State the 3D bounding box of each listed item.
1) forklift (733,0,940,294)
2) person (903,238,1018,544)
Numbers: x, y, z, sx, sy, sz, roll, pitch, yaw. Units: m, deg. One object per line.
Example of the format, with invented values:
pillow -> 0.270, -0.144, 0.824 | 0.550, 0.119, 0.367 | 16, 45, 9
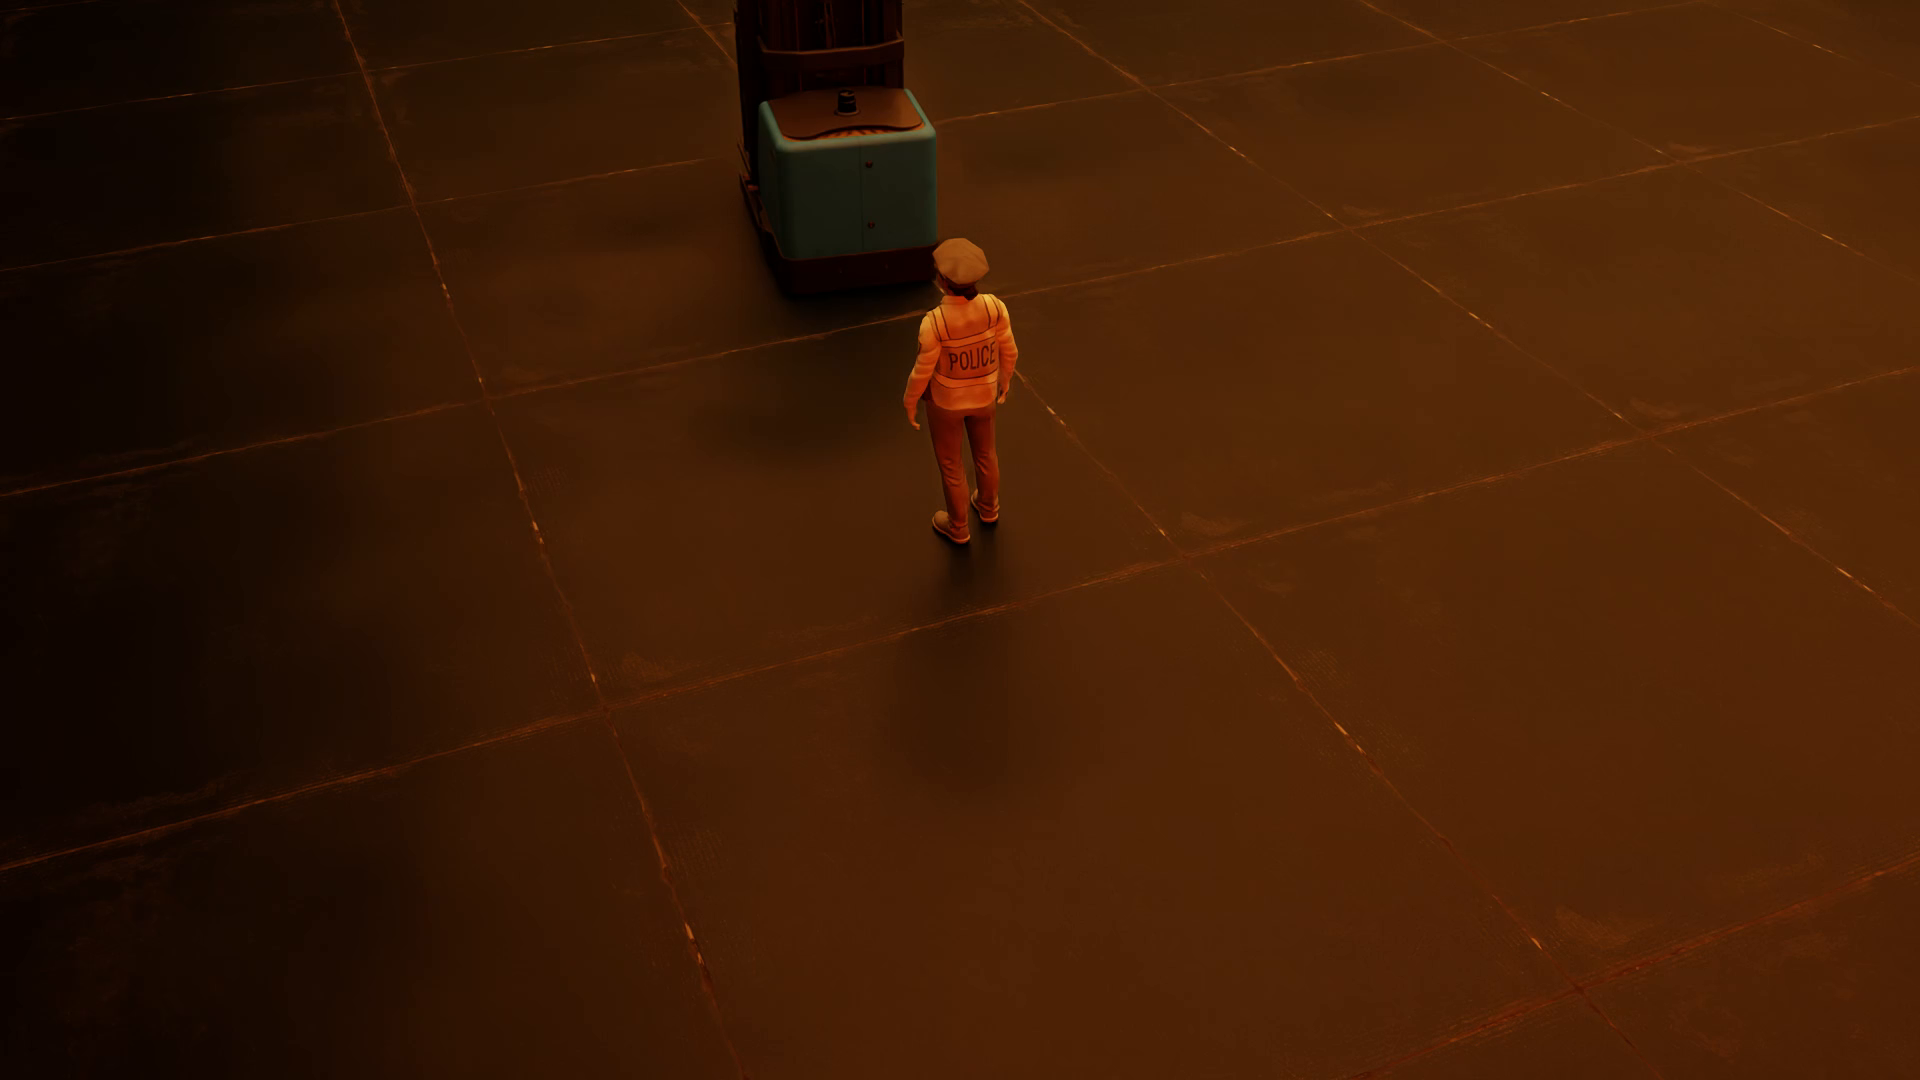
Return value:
forklift -> -0.986, -3.634, 11.209 | 1.130, 2.935, 3.031 | -8, 36, -11
person -> -0.020, -0.735, 8.187 | 0.586, 1.694, 0.530 | -14, 38, -19
